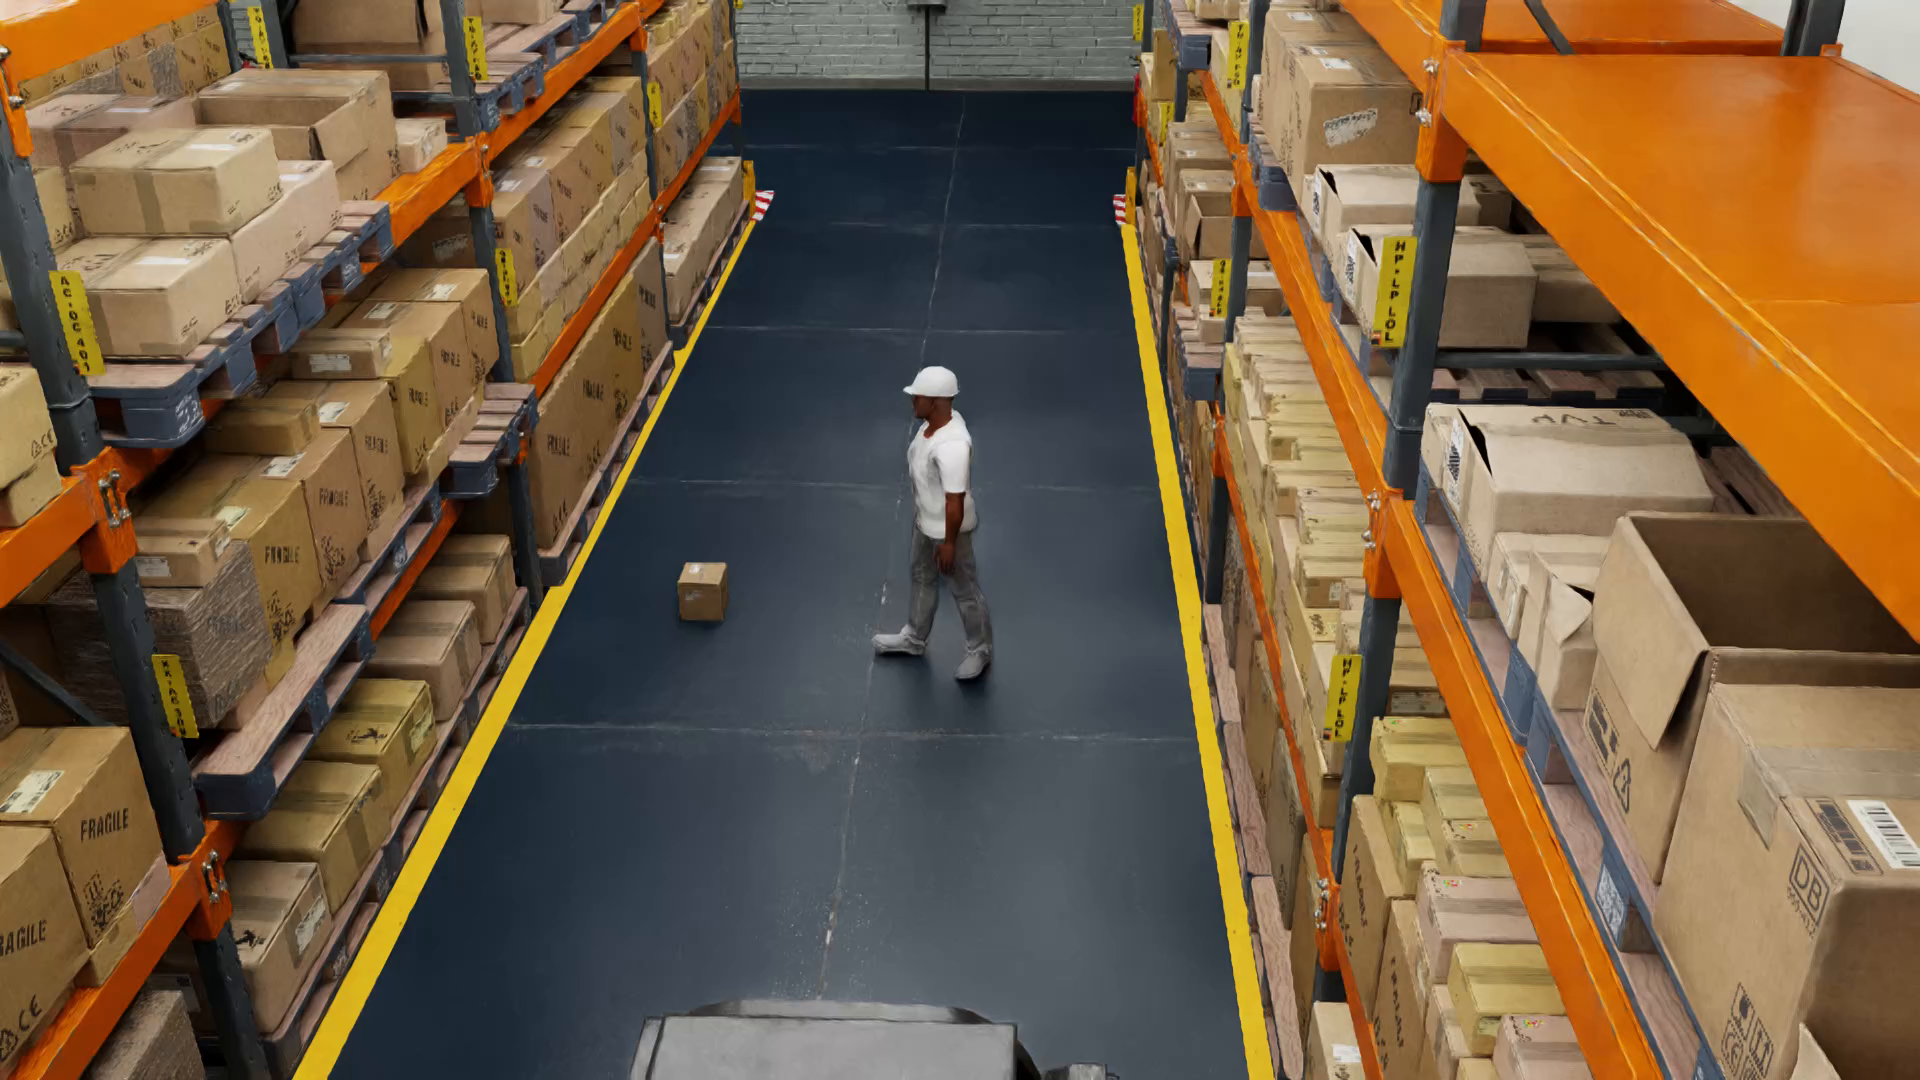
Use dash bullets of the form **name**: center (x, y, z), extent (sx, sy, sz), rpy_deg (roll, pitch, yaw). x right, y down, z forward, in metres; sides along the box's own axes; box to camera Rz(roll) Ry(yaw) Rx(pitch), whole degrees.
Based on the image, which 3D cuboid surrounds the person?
- **person**: center (-0.157, -0.112, 9.026), extent (0.632, 1.766, 0.709), rpy_deg (-7, 29, -13)
